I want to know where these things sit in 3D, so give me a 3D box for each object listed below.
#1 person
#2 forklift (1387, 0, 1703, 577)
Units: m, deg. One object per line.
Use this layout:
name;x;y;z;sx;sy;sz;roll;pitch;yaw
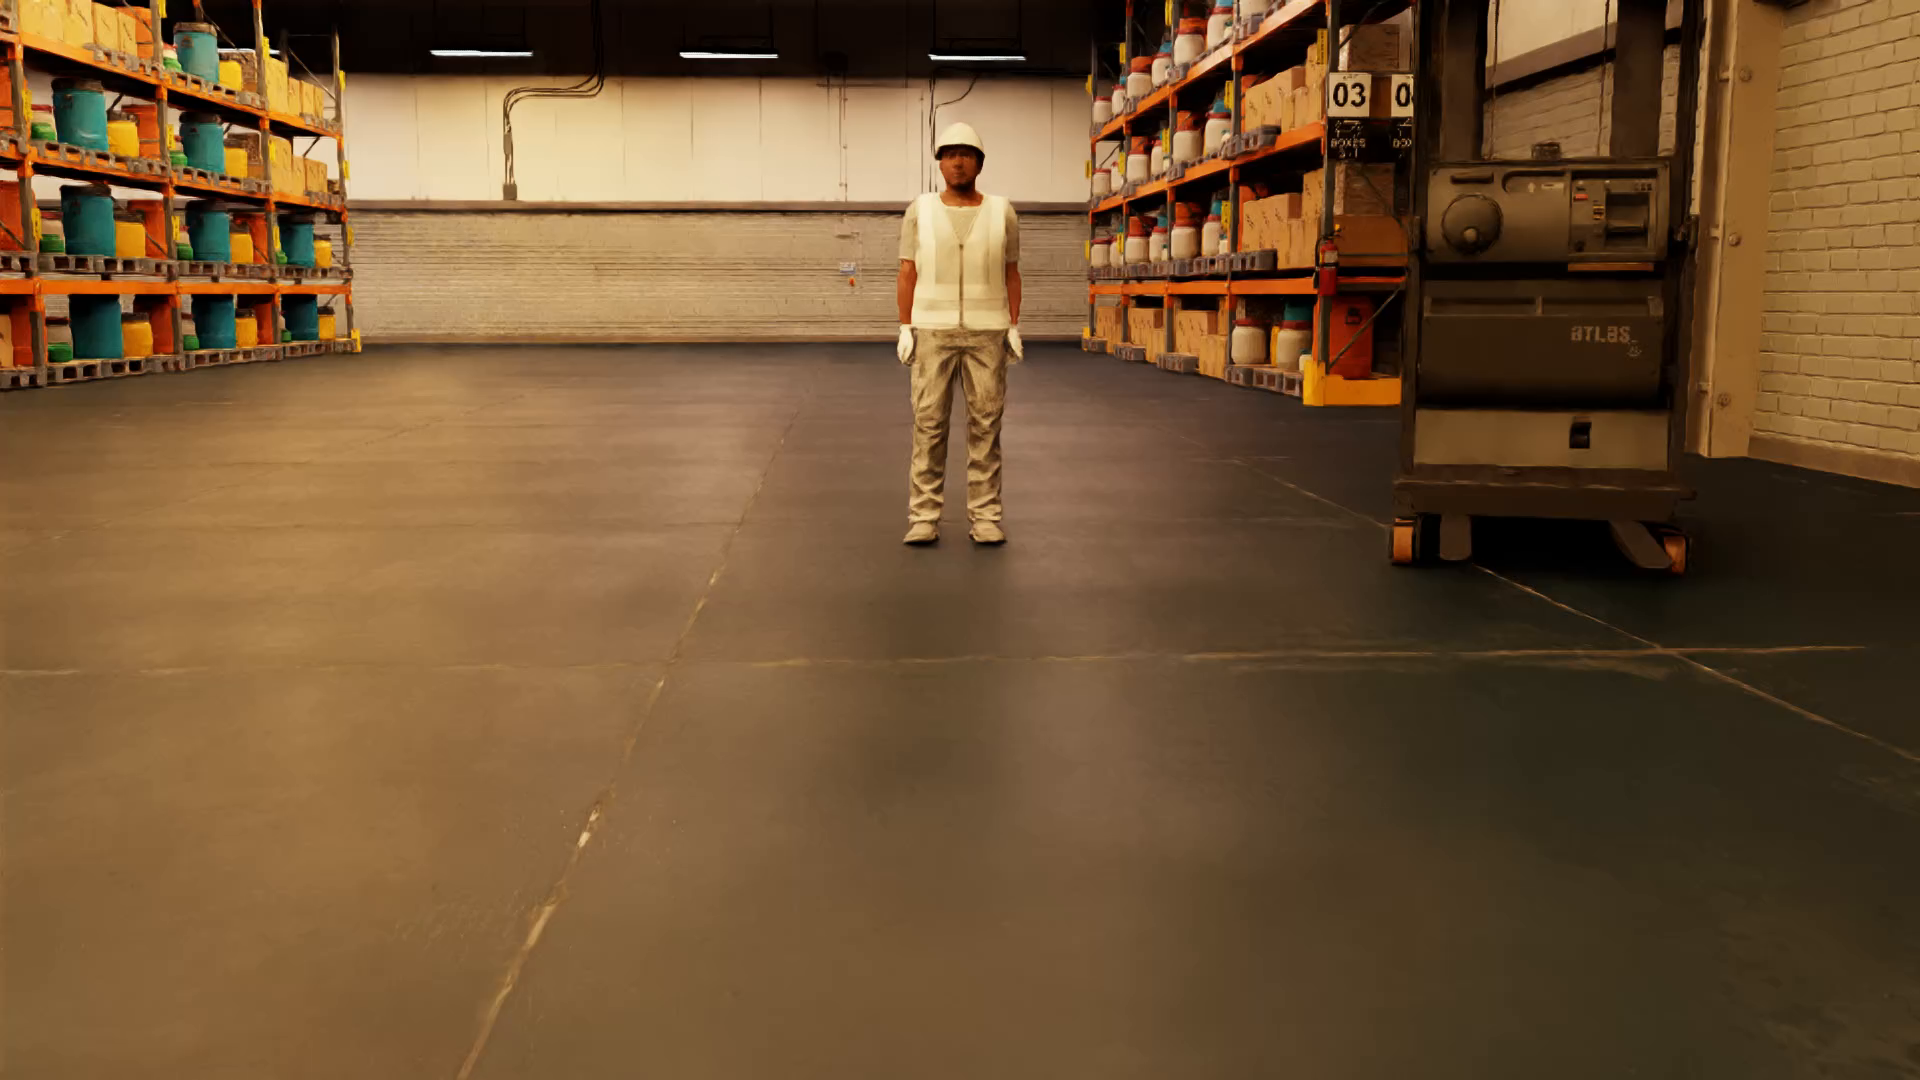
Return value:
person;0.002;-0.882;7.166;0.546;1.790;0.365;-1;8;-4
forklift;2.326;-1.370;6.555;1.130;2.935;3.031;2;9;16
